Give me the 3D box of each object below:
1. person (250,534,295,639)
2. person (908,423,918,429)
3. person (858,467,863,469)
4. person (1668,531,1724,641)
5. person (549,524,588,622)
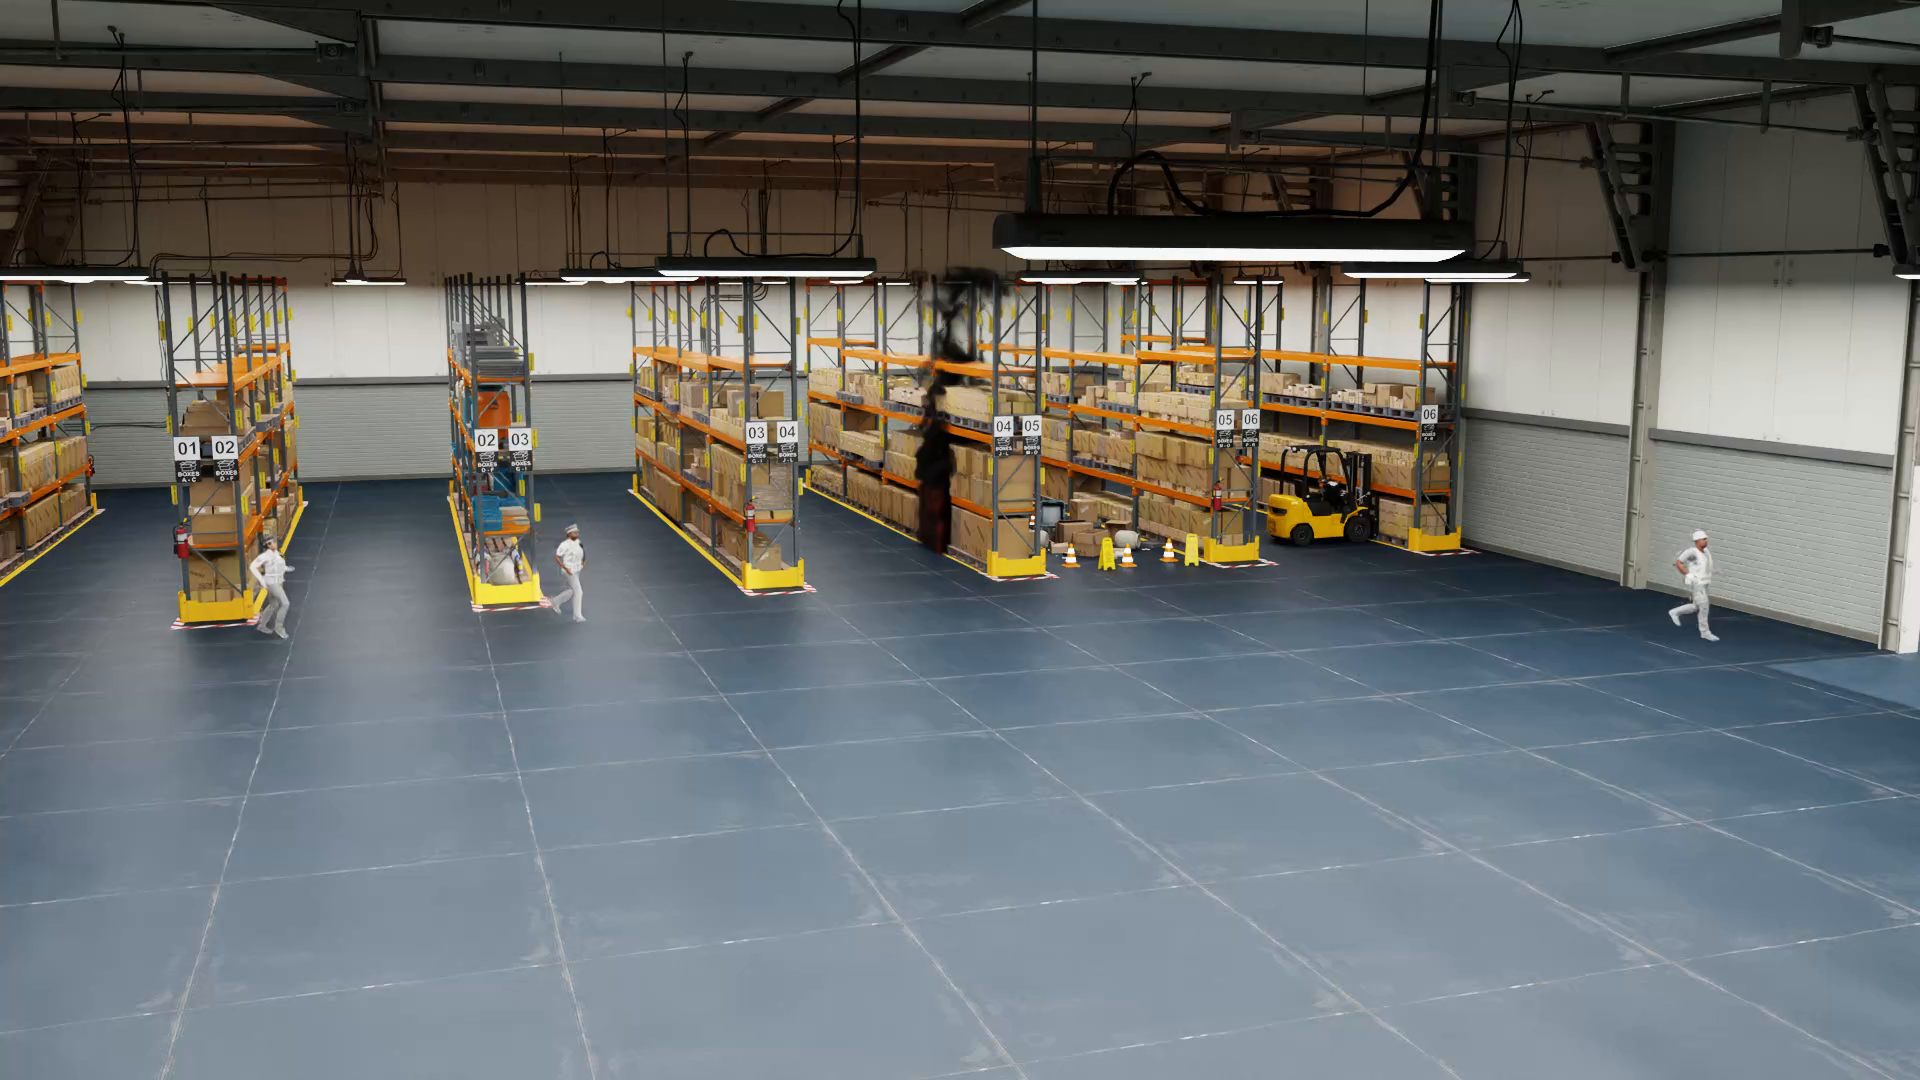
[{"bbox_3d":[-11.321,0.766,27.448,0.727,1.743,0.577,0,9,2],"label":"person"},{"bbox_3d":[-1.371,-2.786,50.780,0.879,1.661,0.599,-2,9,-11],"label":"person"},{"bbox_3d":[-2.960,-2.569,49.343,0.586,1.717,0.740,7,11,38],"label":"person"},{"bbox_3d":[12.143,0.731,27.447,0.682,1.781,0.912,-7,11,-41],"label":"person"},{"bbox_3d":[-6.791,0.562,28.852,0.737,1.723,0.585,3,9,19],"label":"person"}]
